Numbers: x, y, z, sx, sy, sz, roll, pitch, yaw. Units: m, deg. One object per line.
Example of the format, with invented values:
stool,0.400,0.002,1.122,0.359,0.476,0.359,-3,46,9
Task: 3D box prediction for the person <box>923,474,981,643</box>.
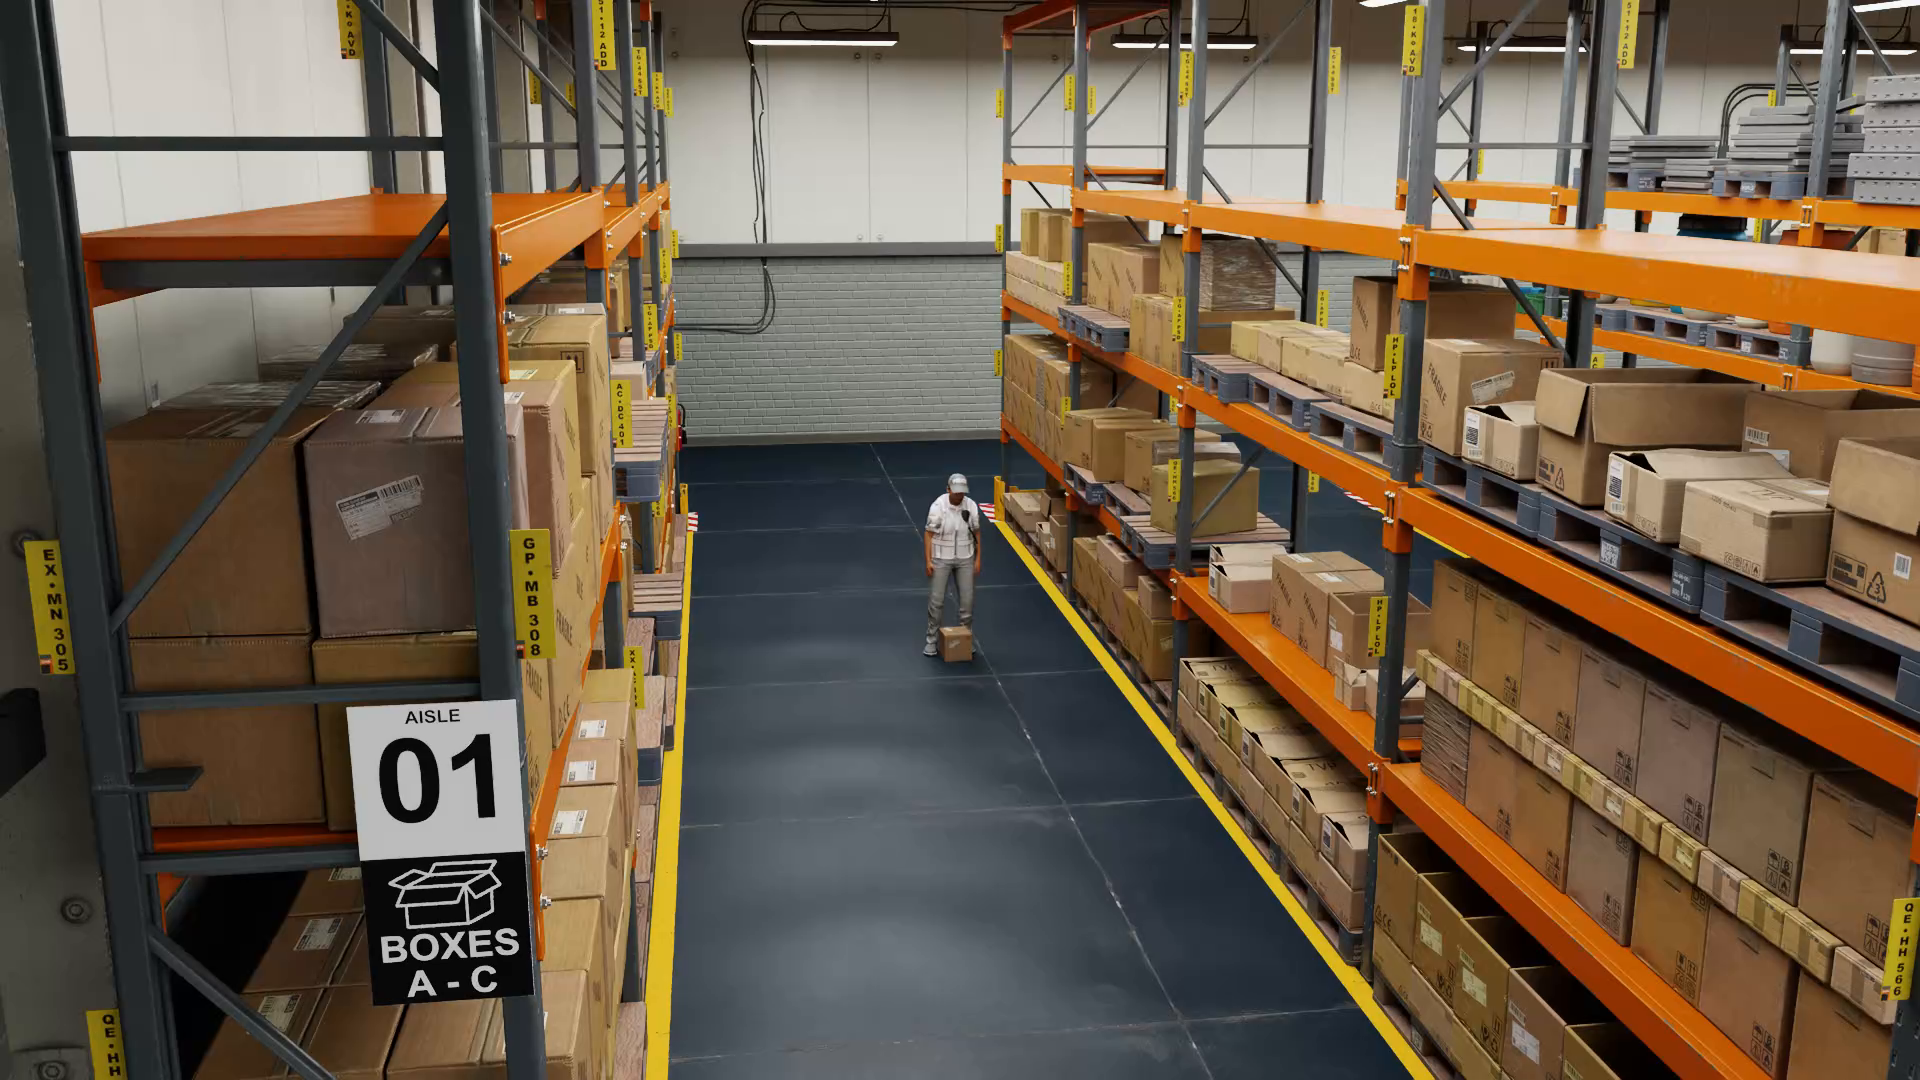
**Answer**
person,-0.065,0.174,15.092,0.527,1.600,0.473,-2,13,-9
